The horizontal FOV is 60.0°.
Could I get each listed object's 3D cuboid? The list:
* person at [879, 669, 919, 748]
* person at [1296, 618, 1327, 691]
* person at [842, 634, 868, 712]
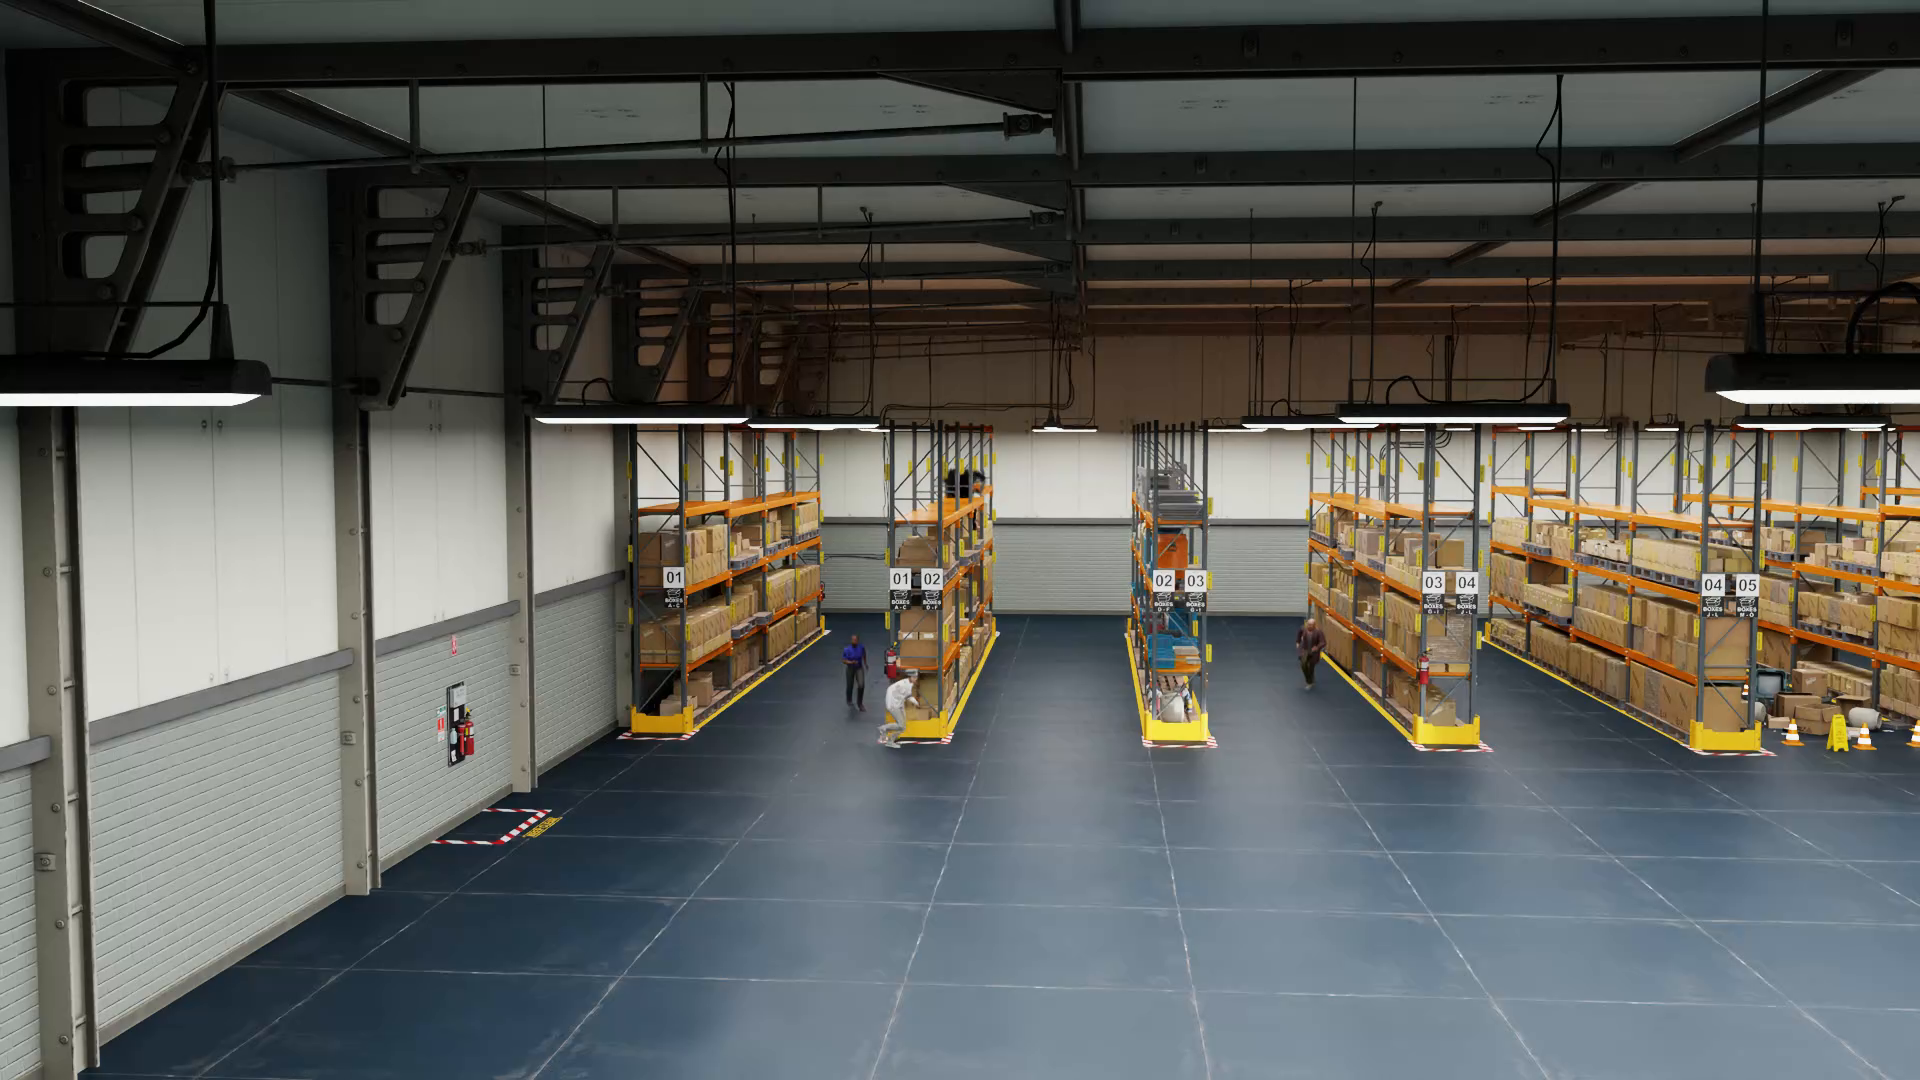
[{"bbox_3d":[-1.130,3.074,30.311,0.793,1.483,0.637,2,4,26],"label":"person"},{"bbox_3d":[7.898,2.530,37.396,0.712,1.619,1.157,1,4,16],"label":"person"},{"bbox_3d":[-2.175,2.779,34.517,0.578,1.559,0.961,-1,4,-12],"label":"person"}]
